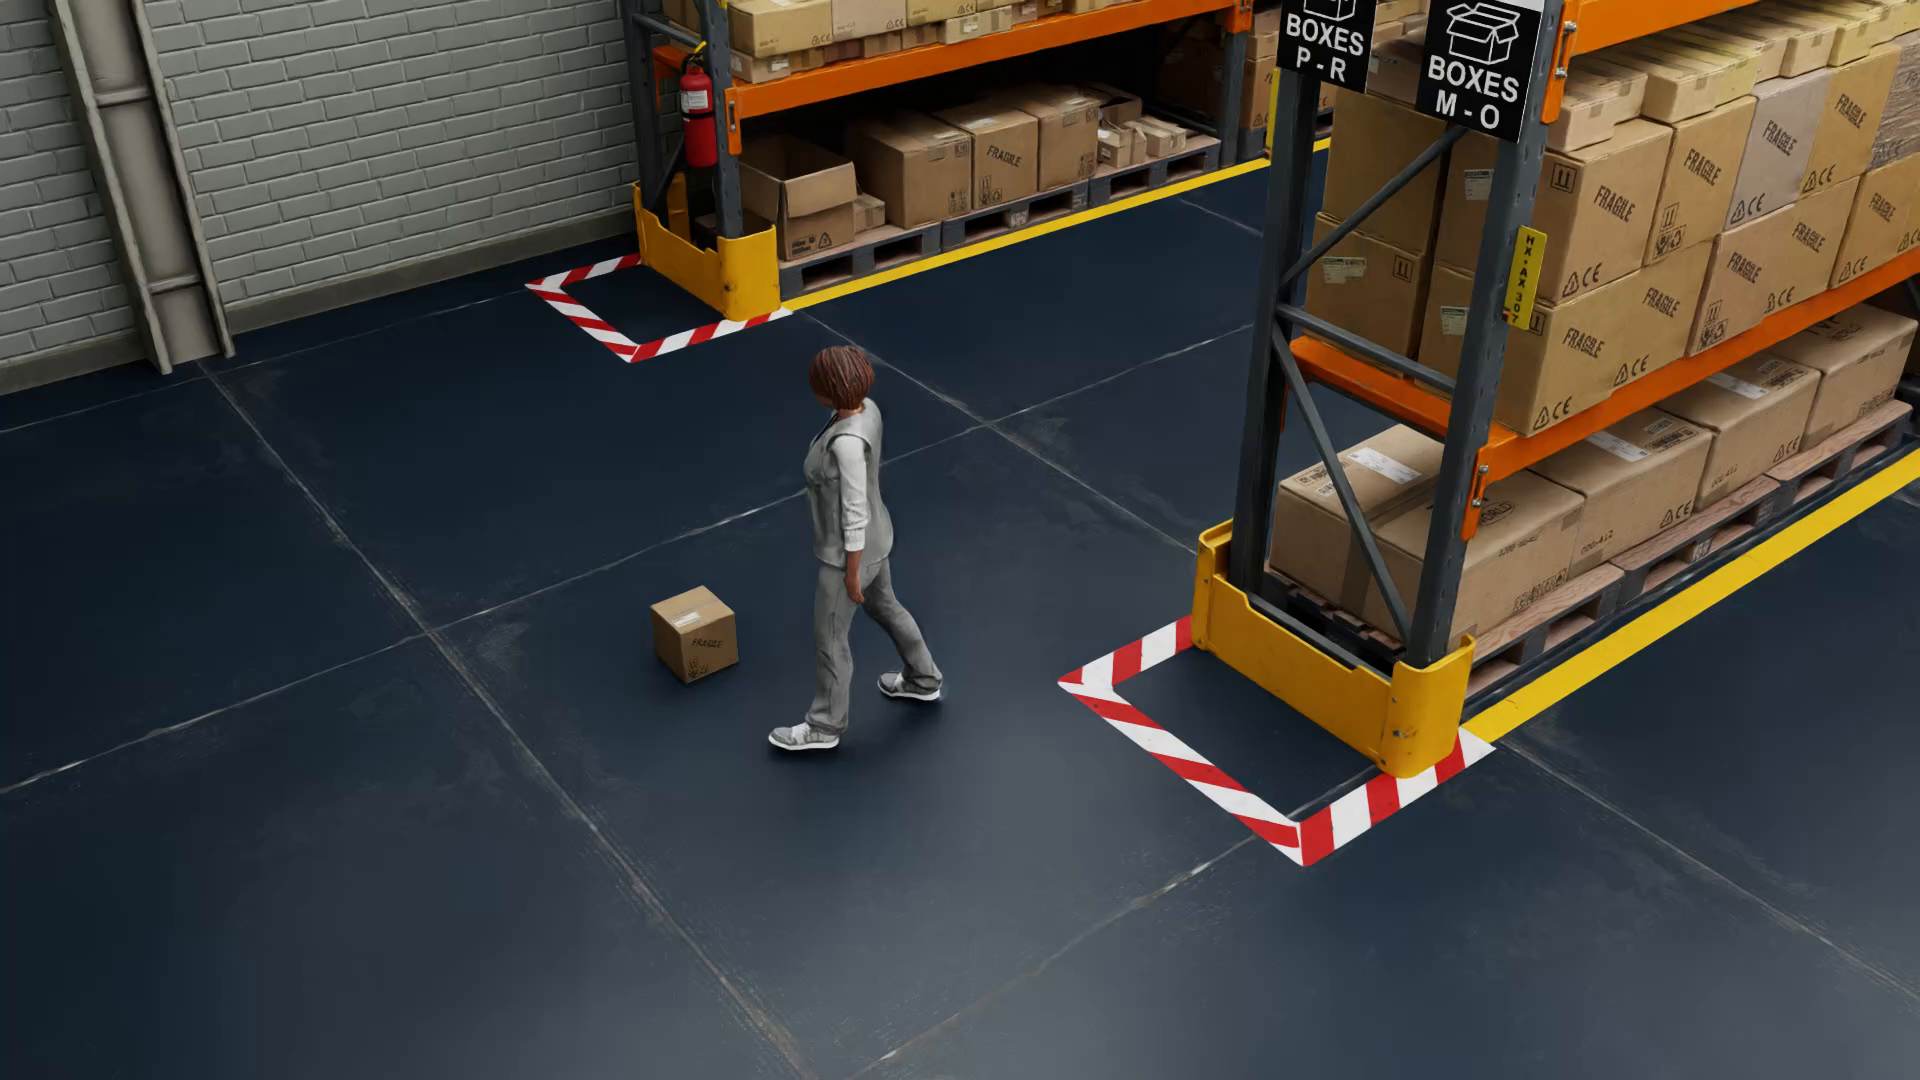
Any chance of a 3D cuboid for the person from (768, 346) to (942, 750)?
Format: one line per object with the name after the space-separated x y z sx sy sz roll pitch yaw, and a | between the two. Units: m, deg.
-0.395 0.034 6.086 0.633 1.577 0.492 3 33 5 | person
